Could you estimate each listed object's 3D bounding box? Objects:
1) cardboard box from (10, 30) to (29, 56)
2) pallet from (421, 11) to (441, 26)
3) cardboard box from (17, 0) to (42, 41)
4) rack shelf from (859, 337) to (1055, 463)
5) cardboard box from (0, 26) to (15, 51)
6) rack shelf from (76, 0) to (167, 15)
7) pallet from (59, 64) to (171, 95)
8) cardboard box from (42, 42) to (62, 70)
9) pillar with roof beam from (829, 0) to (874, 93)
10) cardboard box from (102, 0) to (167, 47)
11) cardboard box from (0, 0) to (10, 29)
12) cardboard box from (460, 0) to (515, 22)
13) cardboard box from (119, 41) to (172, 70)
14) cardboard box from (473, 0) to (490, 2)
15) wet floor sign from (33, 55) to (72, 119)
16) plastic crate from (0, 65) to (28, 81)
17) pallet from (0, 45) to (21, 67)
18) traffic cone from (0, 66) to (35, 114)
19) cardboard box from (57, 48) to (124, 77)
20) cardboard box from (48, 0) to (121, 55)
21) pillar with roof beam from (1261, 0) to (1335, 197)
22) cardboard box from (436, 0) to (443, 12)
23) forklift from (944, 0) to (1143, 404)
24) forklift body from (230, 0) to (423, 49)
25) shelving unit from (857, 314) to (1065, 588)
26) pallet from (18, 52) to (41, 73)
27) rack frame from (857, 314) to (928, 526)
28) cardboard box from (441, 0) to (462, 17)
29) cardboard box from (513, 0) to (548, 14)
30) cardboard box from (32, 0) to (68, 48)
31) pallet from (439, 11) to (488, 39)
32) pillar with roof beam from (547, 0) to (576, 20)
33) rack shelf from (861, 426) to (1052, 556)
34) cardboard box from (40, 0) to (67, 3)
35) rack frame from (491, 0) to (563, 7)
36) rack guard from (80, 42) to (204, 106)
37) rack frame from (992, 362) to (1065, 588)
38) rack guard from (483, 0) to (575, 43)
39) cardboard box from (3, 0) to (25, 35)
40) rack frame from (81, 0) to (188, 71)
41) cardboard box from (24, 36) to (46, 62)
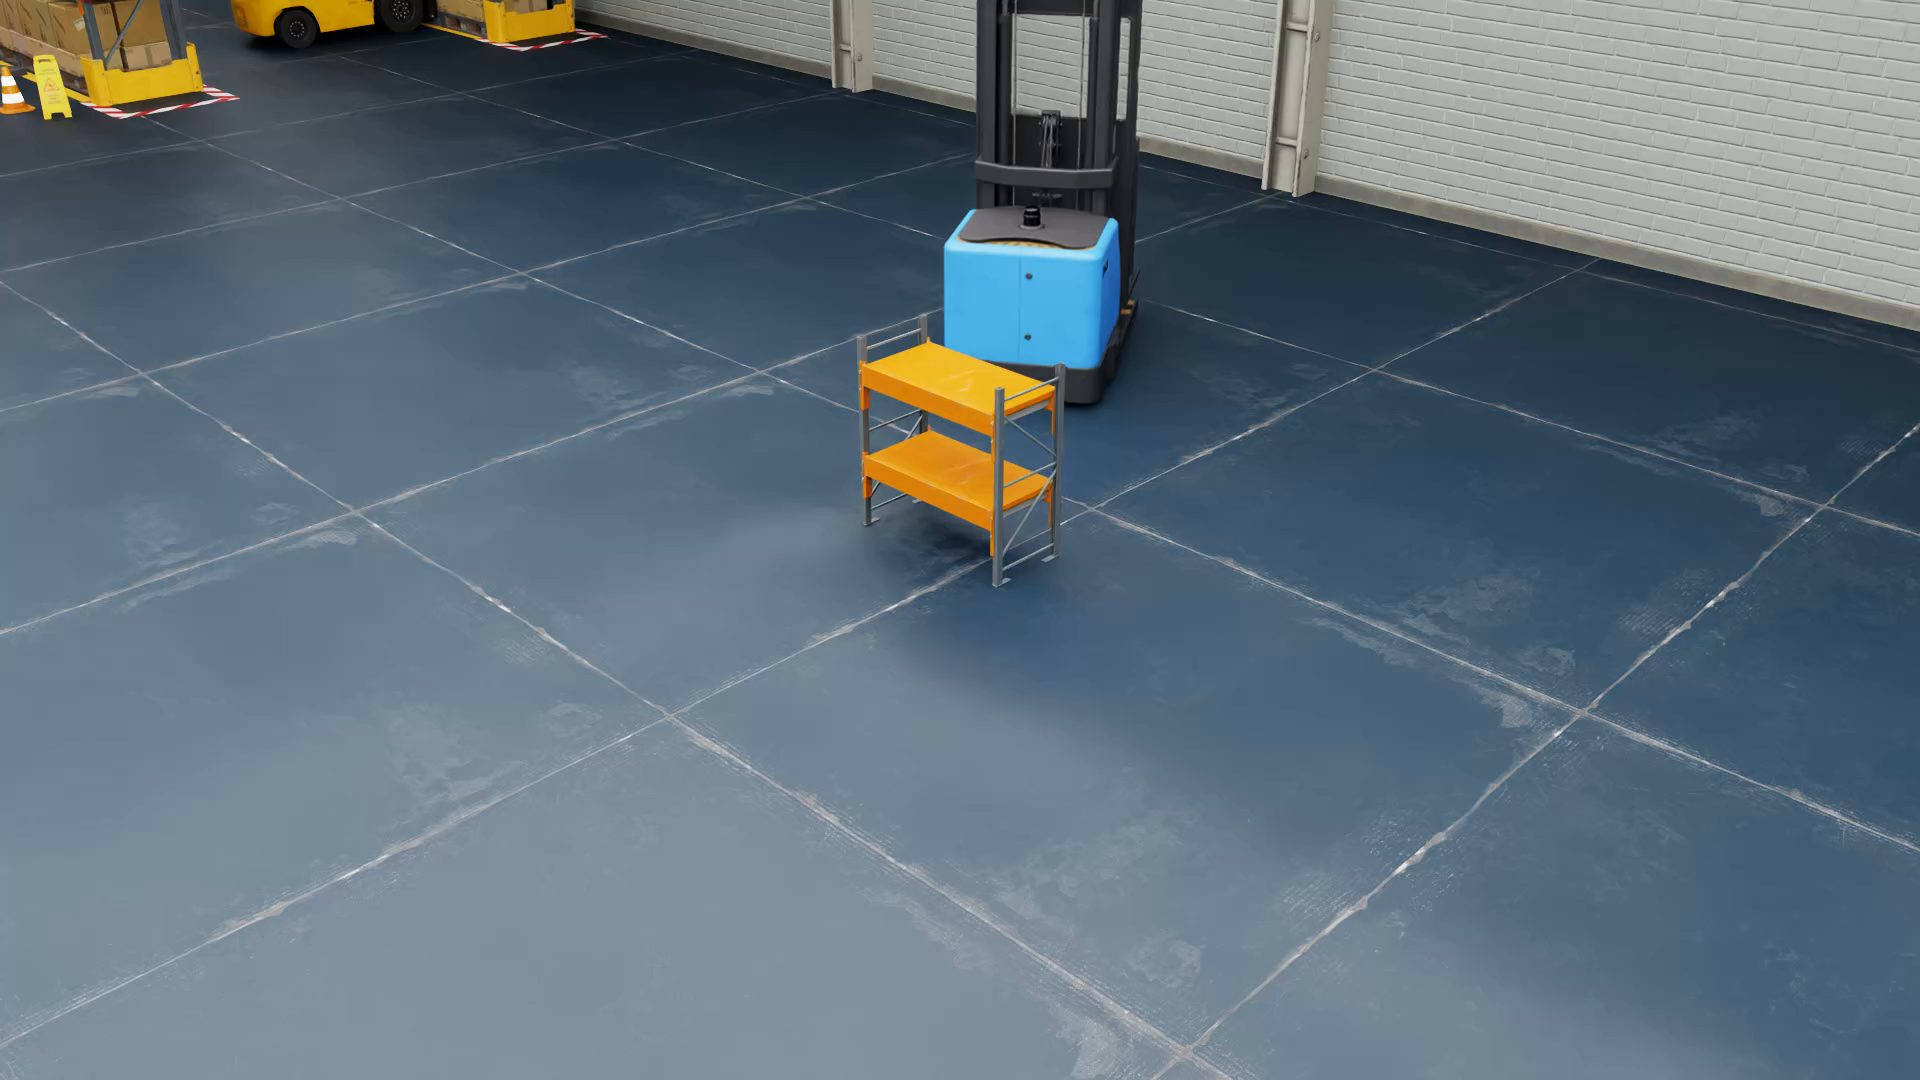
[{"bbox_3d":[-10.974,-5.973,19.889,0.500,0.250,0.500,24,36,38],"label":"cardboard box"},{"bbox_3d":[-7.085,-7.371,23.042,1.213,0.211,1.003,25,36,38],"label":"pallet"},{"bbox_3d":[-10.605,-6.135,19.392,0.500,0.500,0.500,24,36,37],"label":"cardboard box"},{"bbox_3d":[-0.005,-0.759,8.856,1.000,0.278,0.538,25,36,38],"label":"rack shelf"},{"bbox_3d":[-11.354,-6.145,20.217,0.500,0.250,0.500,-23,35,-36],"label":"cardboard box"},{"bbox_3d":[-10.548,-6.658,19.461,4.000,0.370,1.077,25,36,38],"label":"rack shelf"},{"bbox_3d":[-9.730,-5.391,19.276,1.213,0.211,1.003,25,36,38],"label":"pallet"},{"bbox_3d":[-10.250,-5.638,19.253,0.500,0.250,0.500,25,37,39],"label":"cardboard box"},{"bbox_3d":[-4.249,-7.767,14.352,0.400,9.000,9.100,25,36,38],"label":"pillar with roof beam"},{"bbox_3d":[-9.520,-5.987,19.110,0.500,0.500,0.500,23,36,37],"label":"cardboard box"},{"bbox_3d":[-11.352,-6.477,20.041,0.500,0.500,0.500,-24,36,-37],"label":"cardboard box"},{"bbox_3d":[-6.201,-6.989,21.822,0.500,0.250,0.500,25,37,39],"label":"cardboard box"},{"bbox_3d":[-9.503,-5.647,19.270,0.500,0.250,0.500,24,36,38],"label":"cardboard box"},{"bbox_3d":[-6.210,-7.217,21.719,0.500,0.250,0.500,24,36,38],"label":"cardboard box"},{"bbox_3d":[-9.736,-4.864,17.808,0.267,0.644,0.232,-13,30,-22],"label":"wet floor sign"},{"bbox_3d":[-11.429,-5.552,19.723,0.583,0.080,0.402,12,30,22],"label":"plastic crate"},{"bbox_3d":[-11.470,-6.187,20.790,1.213,0.211,1.003,25,36,38],"label":"pallet"},{"bbox_3d":[-10.333,-4.913,18.096,0.334,0.463,0.336,25,36,38],"label":"traffic cone"},{"bbox_3d":[-9.904,-5.475,18.942,0.500,0.250,0.500,24,36,38],"label":"cardboard box"},{"bbox_3d":[-9.876,-5.799,18.753,0.500,0.500,0.500,25,37,39],"label":"cardboard box"},{"bbox_3d":[0.030,-5.809,10.629,0.400,9.000,9.100,25,36,38],"label":"pillar with roof beam"},{"bbox_3d":[-6.899,-7.321,22.453,0.500,0.250,0.500,-25,37,-39],"label":"cardboard box"},{"bbox_3d":[0.704,-2.848,11.517,1.130,2.935,3.031,6,28,11],"label":"forklift"},{"bbox_3d":[-8.275,-7.610,21.411,1.214,2.155,2.313,25,36,38],"label":"forklift body"},{"bbox_3d":[-0.005,-0.500,8.992,1.048,1.125,0.538,25,36,38],"label":"shelving unit"},{"bbox_3d":[-10.596,-5.789,20.032,1.213,0.211,1.003,25,36,38],"label":"pallet"},{"bbox_3d":[-0.367,-0.666,9.308,0.032,1.125,0.500,25,36,38],"label":"rack frame"},{"bbox_3d":[-6.549,-7.155,22.137,0.500,0.250,0.500,25,36,38],"label":"cardboard box"},{"bbox_3d":[-5.857,-7.166,22.158,0.500,0.250,0.500,25,37,39],"label":"cardboard box"},{"bbox_3d":[-10.250,-5.968,19.075,0.500,0.500,0.500,-24,36,-37],"label":"cardboard box"},{"bbox_3d":[-6.219,-6.973,22.285,1.213,0.211,1.003,25,36,38],"label":"pallet"},{"bbox_3d":[-8.527,-9.725,18.076,0.400,9.000,9.100,25,36,38],"label":"pillar with roof beam"},{"bbox_3d":[-0.005,-0.284,9.106,1.000,0.278,0.538,25,36,38],"label":"rack shelf"},{"bbox_3d":[-10.184,-6.184,18.788,0.380,0.149,0.250,-24,36,-38],"label":"cardboard box"},{"bbox_3d":[-5.644,-7.972,21.188,0.127,3.000,1.000,25,36,38],"label":"rack frame"},{"bbox_3d":[-9.176,-5.242,18.682,0.348,0.500,1.175,25,36,38],"label":"rack guard"},{"bbox_3d":[0.358,-0.334,8.677,0.032,1.125,0.500,25,36,38],"label":"rack frame"},{"bbox_3d":[-5.627,-6.858,21.755,0.348,0.500,1.175,25,36,38],"label":"rack guard"},{"bbox_3d":[-10.984,-6.307,19.719,0.500,0.500,0.500,-23,35,-37],"label":"cardboard box"},{"bbox_3d":[-9.122,-6.323,18.053,0.127,3.000,1.000,25,36,38],"label":"rack frame"},{"bbox_3d":[-10.627,-5.807,19.575,0.500,0.250,0.500,23,35,37],"label":"cardboard box"}]
